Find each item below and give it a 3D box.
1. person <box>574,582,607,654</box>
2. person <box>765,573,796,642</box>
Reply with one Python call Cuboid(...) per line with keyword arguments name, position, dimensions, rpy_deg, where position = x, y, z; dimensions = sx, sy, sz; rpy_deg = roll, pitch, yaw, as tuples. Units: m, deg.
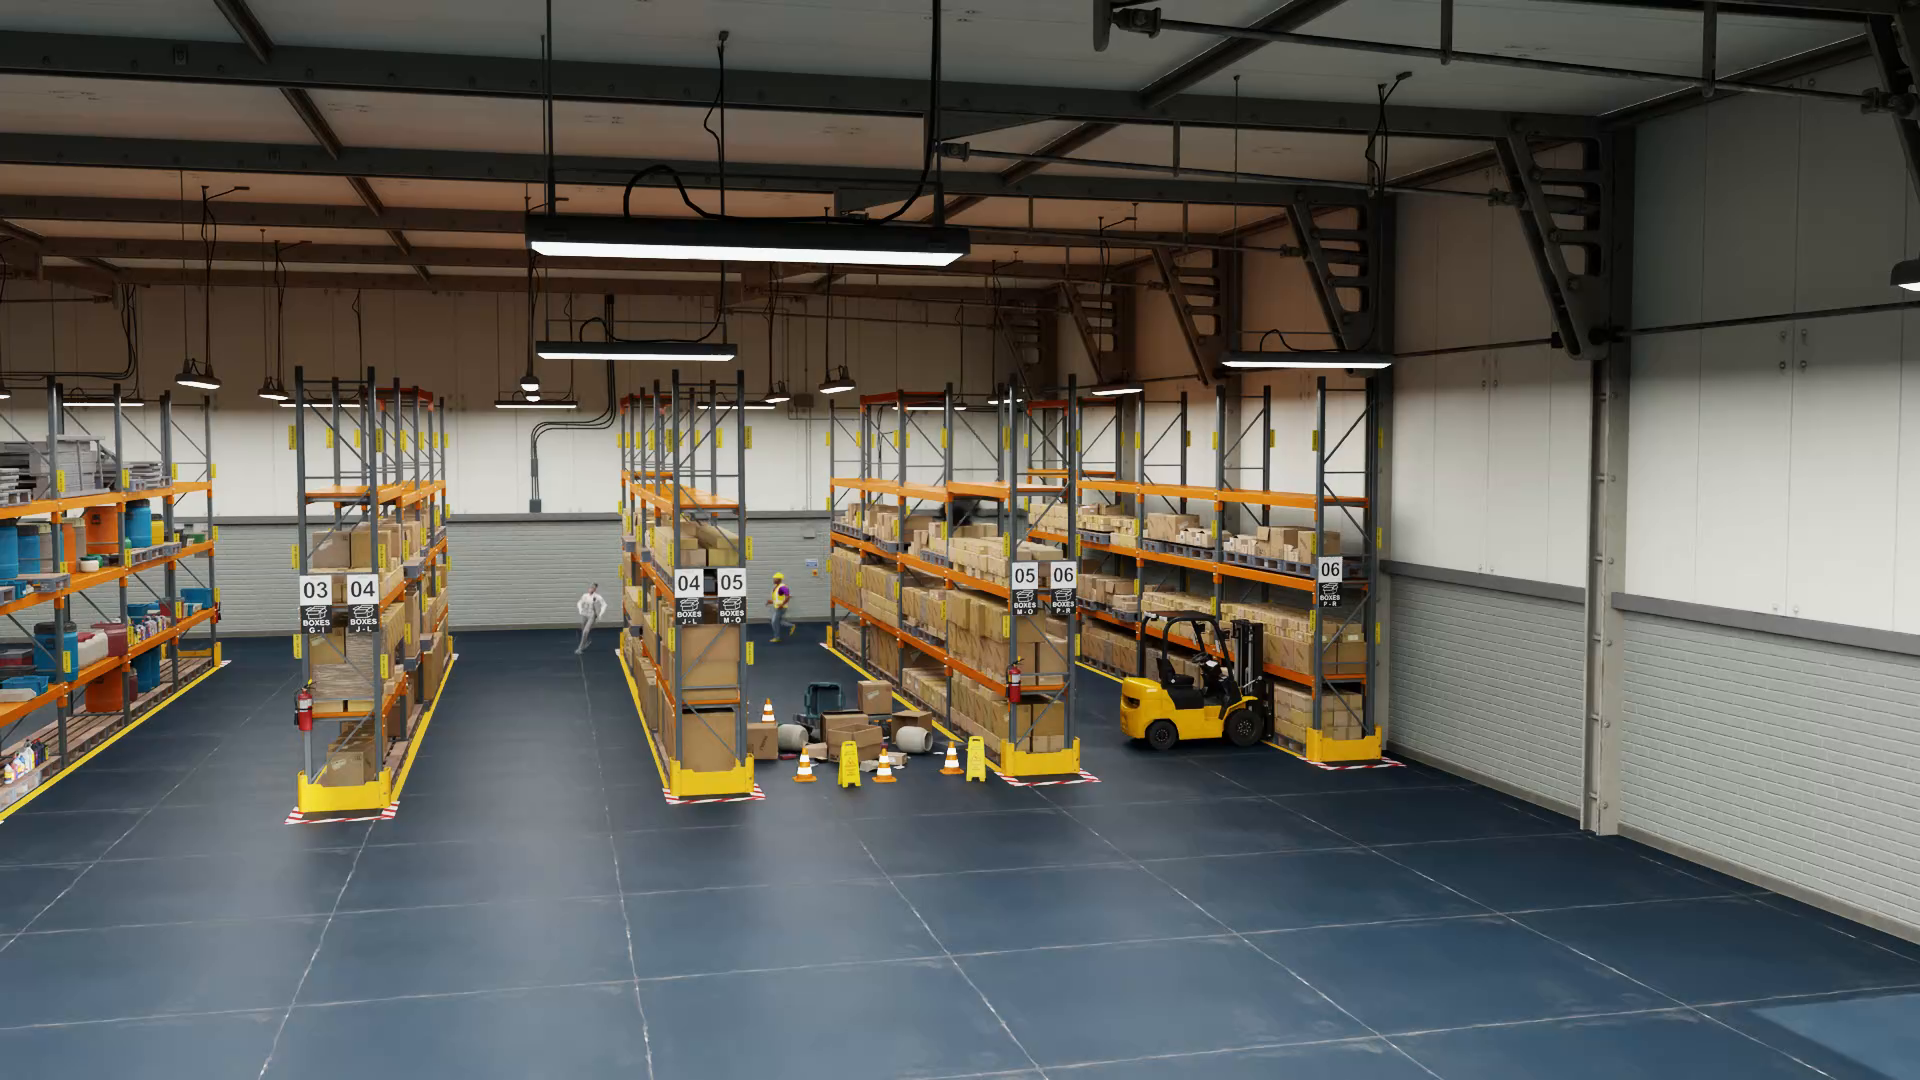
Cuboid(name="person", position=(-8.731, 1.818, 39.253), dimensions=(0.671, 1.660, 0.925), rpy_deg=(1, 4, 14))
Cuboid(name="person", position=(-4.403, 1.674, 41.419), dimensions=(0.747, 1.722, 0.688), rpy_deg=(-2, 4, -24))
